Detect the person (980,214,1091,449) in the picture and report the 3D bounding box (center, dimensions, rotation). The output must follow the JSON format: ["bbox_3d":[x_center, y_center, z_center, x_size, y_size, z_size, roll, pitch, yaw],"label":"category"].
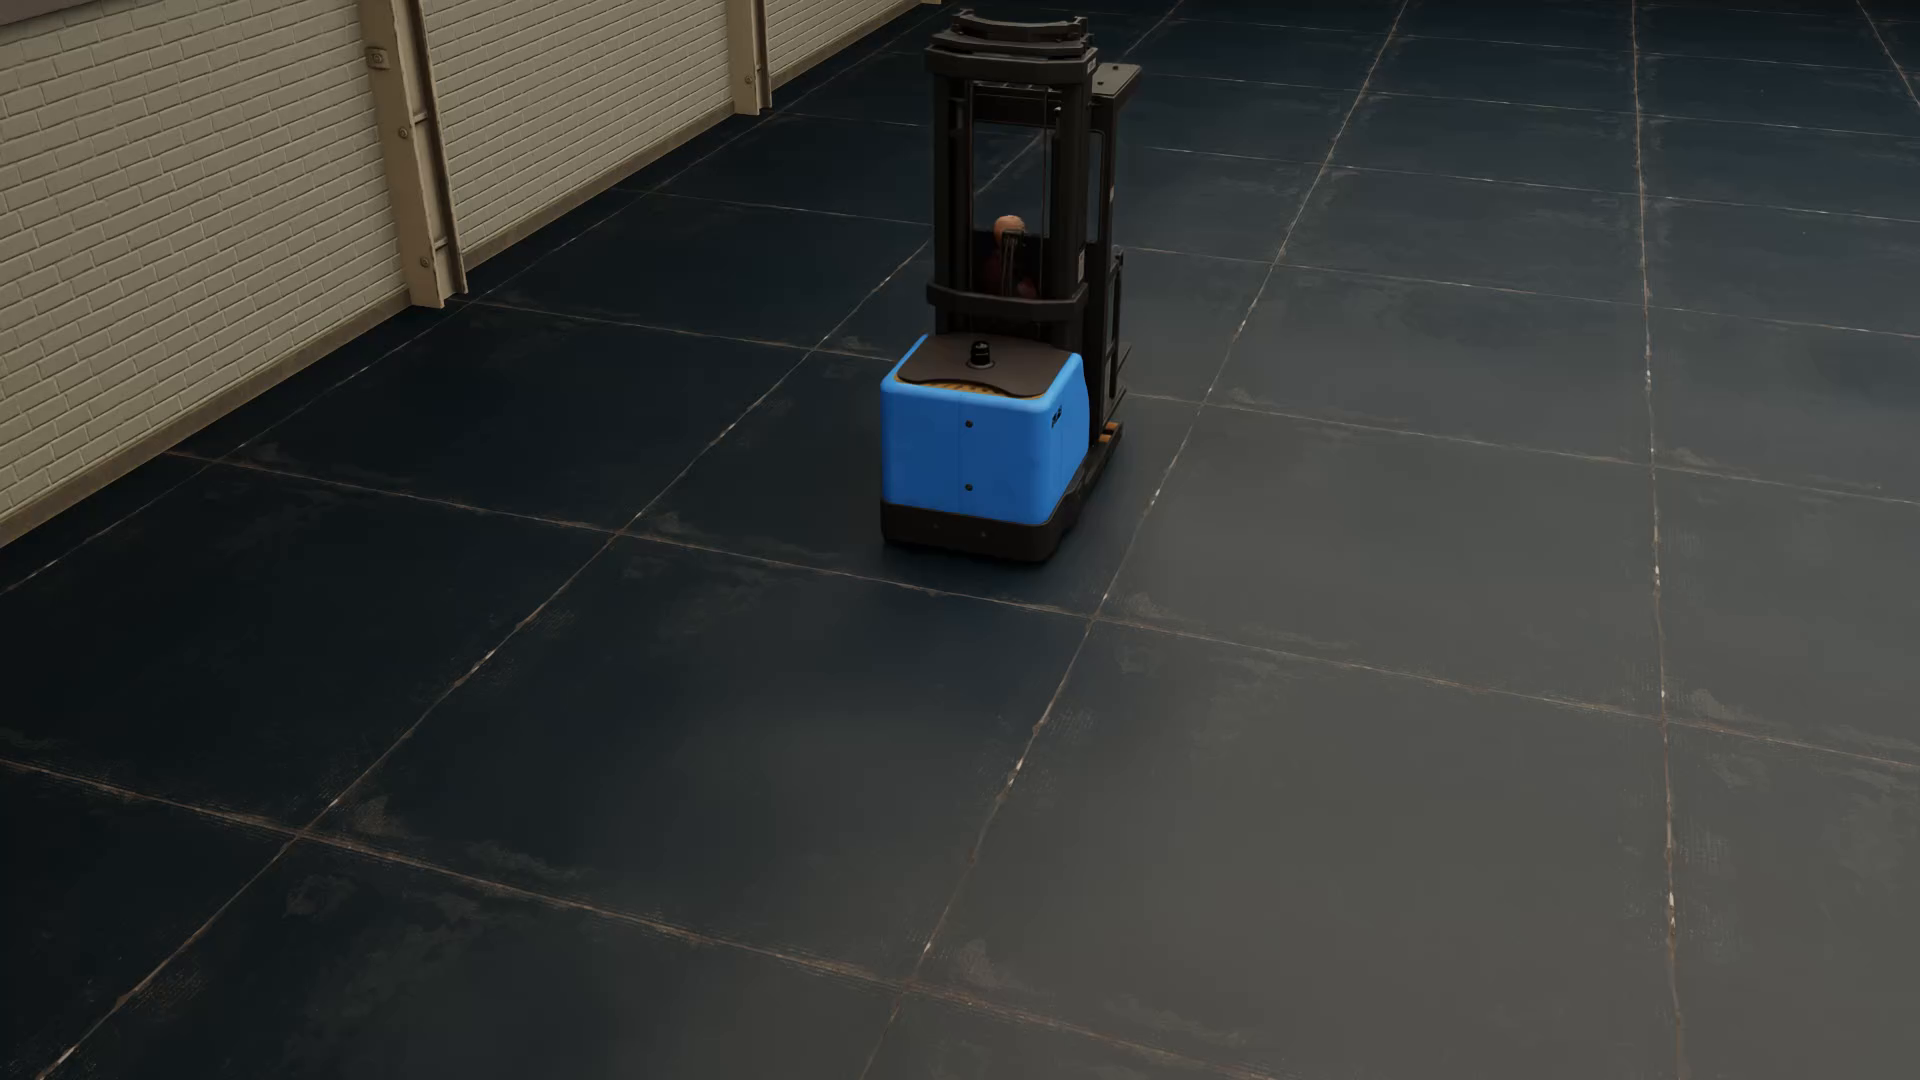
[{"bbox_3d":[0.425,-1.247,10.592,0.621,1.751,0.855,-15,33,-24],"label":"person"}]

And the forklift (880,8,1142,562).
[{"bbox_3d":[0.462,-1.863,10.405,1.130,2.935,3.031,9,31,16],"label":"forklift"}]
